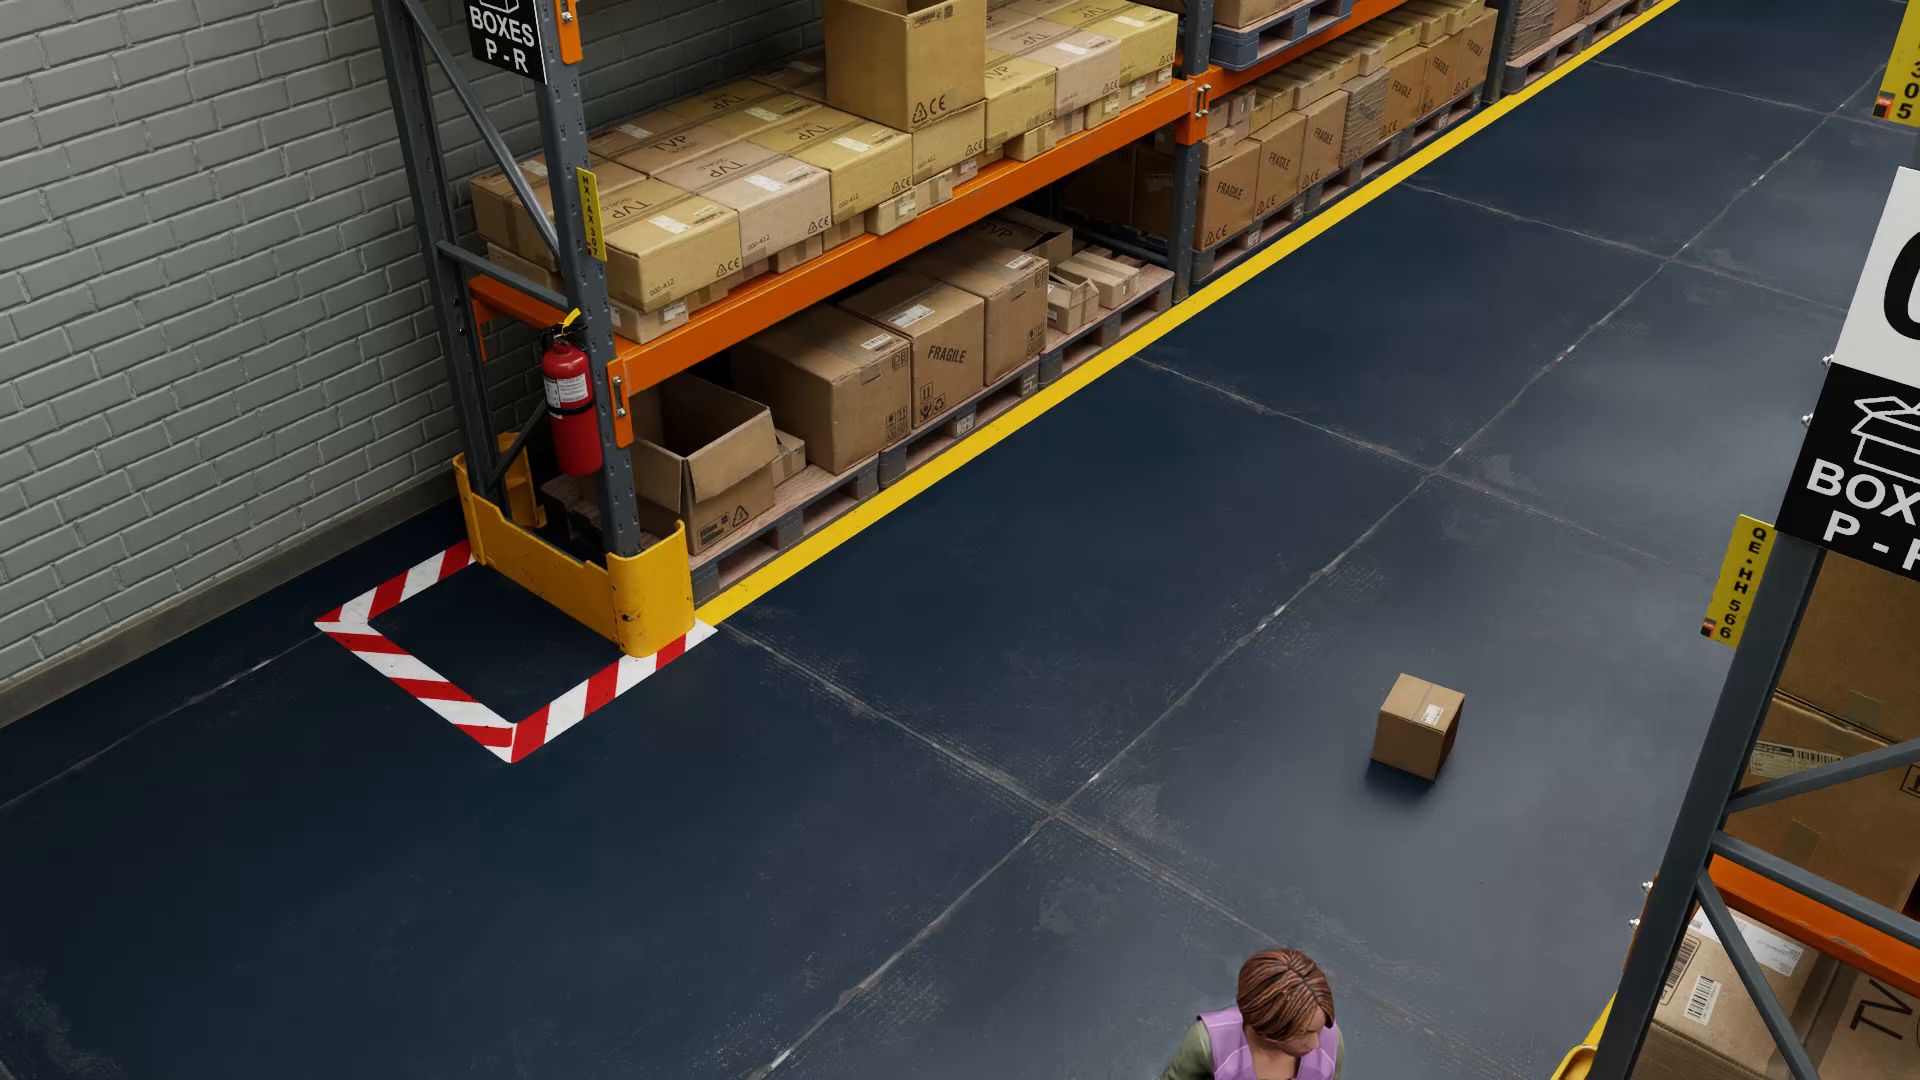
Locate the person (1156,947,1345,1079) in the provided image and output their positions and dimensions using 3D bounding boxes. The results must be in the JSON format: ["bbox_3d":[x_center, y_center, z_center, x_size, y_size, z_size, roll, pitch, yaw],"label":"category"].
[{"bbox_3d":[0.661,1.589,3.918,0.502,1.559,0.812,-4,36,-6],"label":"person"}]
